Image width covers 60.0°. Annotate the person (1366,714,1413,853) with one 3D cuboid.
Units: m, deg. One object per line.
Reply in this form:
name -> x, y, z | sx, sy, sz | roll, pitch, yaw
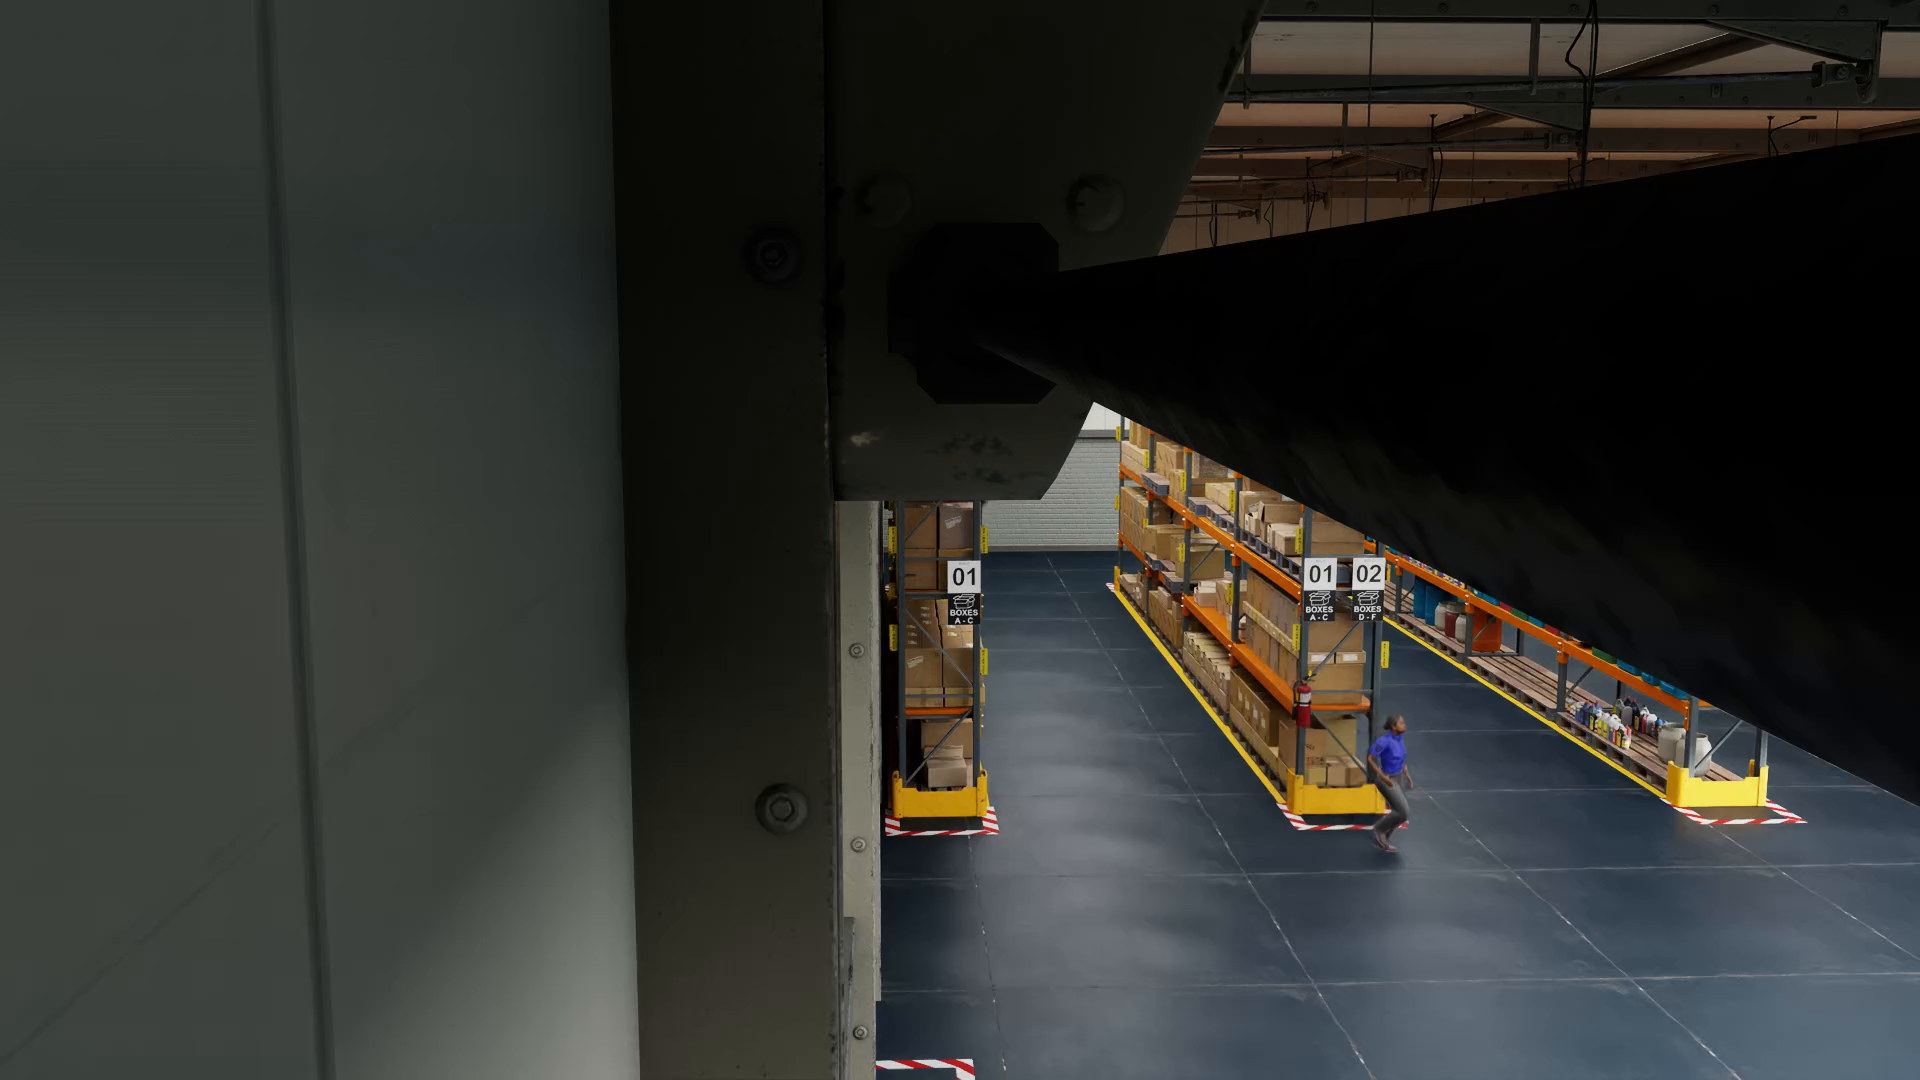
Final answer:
person -> 4.968, 2.791, 18.972 | 0.499, 1.607, 0.602 | 8, 11, 42
